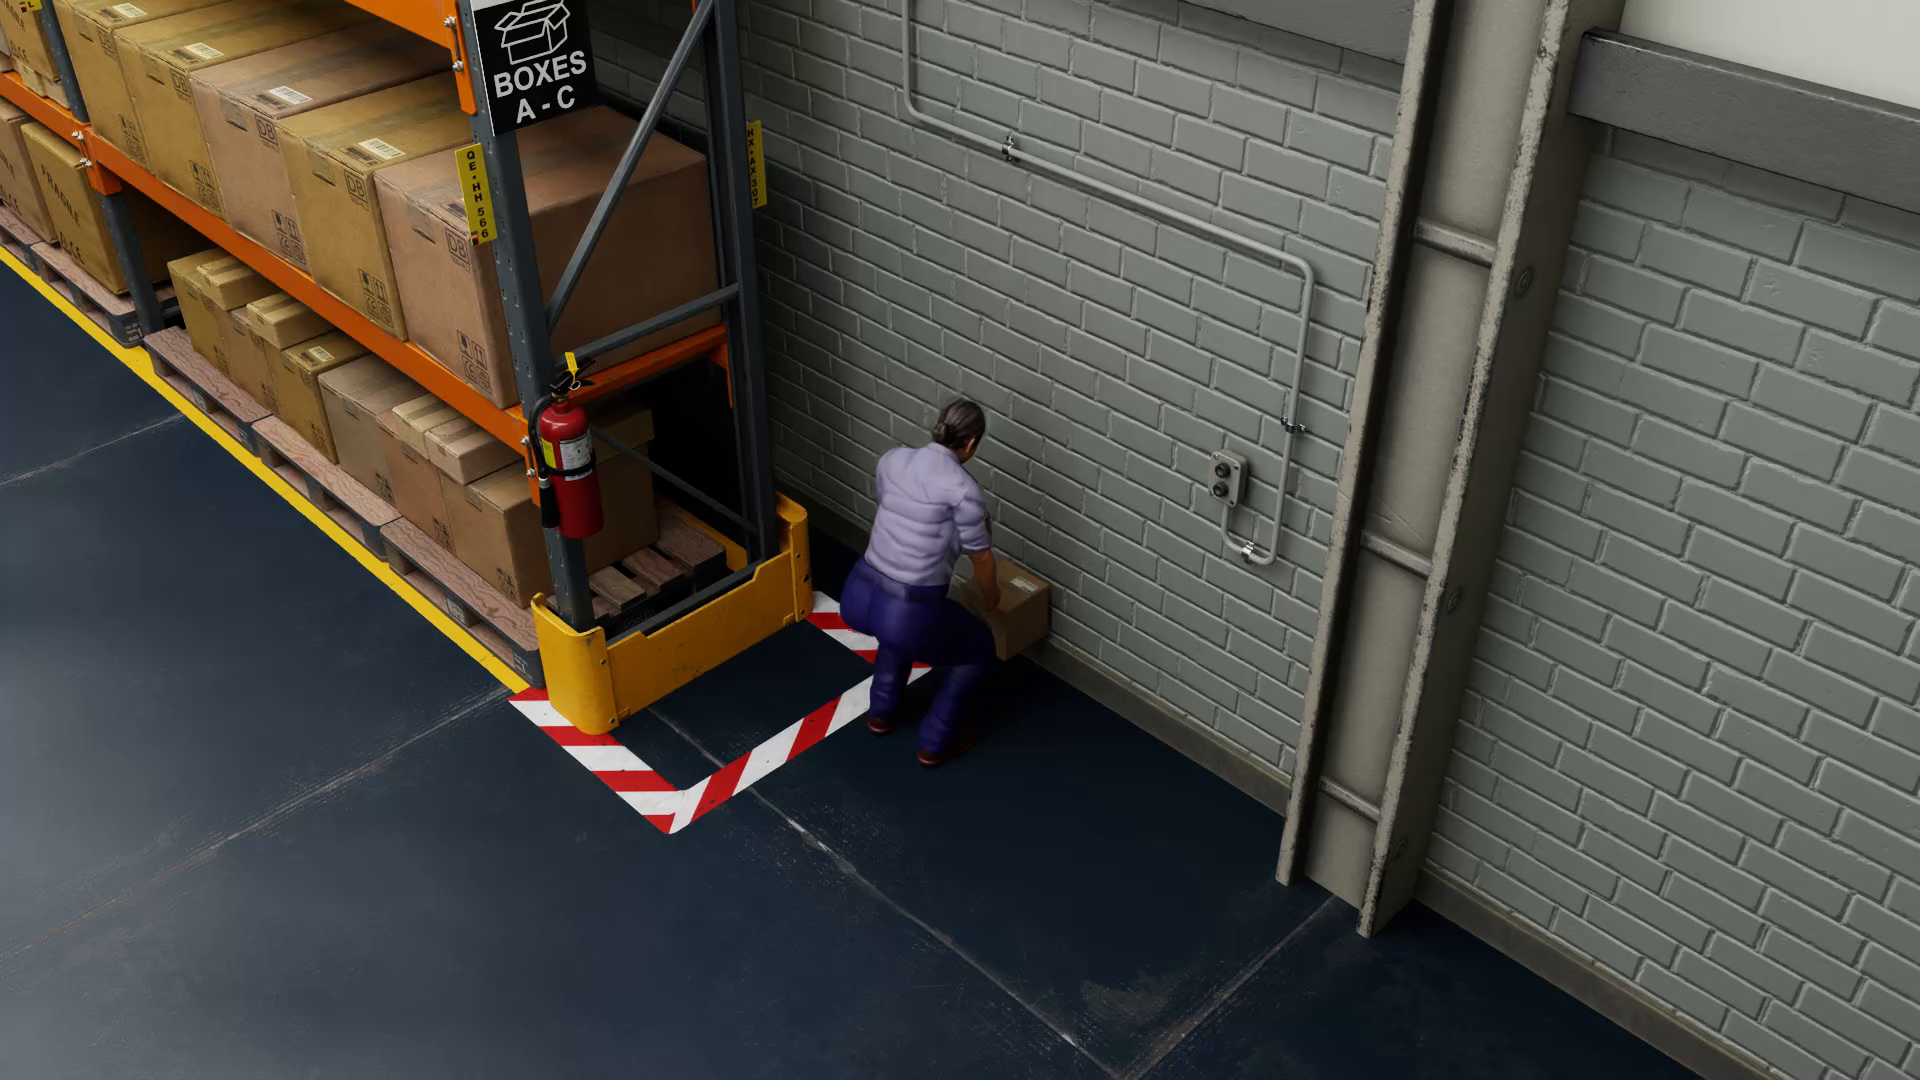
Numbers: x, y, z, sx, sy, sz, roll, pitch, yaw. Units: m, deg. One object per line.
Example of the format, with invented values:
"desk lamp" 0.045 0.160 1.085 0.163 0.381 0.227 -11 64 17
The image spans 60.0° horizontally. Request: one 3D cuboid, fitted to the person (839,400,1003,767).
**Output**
"person" -0.151 0.177 6.171 0.536 1.357 0.654 29 44 34
